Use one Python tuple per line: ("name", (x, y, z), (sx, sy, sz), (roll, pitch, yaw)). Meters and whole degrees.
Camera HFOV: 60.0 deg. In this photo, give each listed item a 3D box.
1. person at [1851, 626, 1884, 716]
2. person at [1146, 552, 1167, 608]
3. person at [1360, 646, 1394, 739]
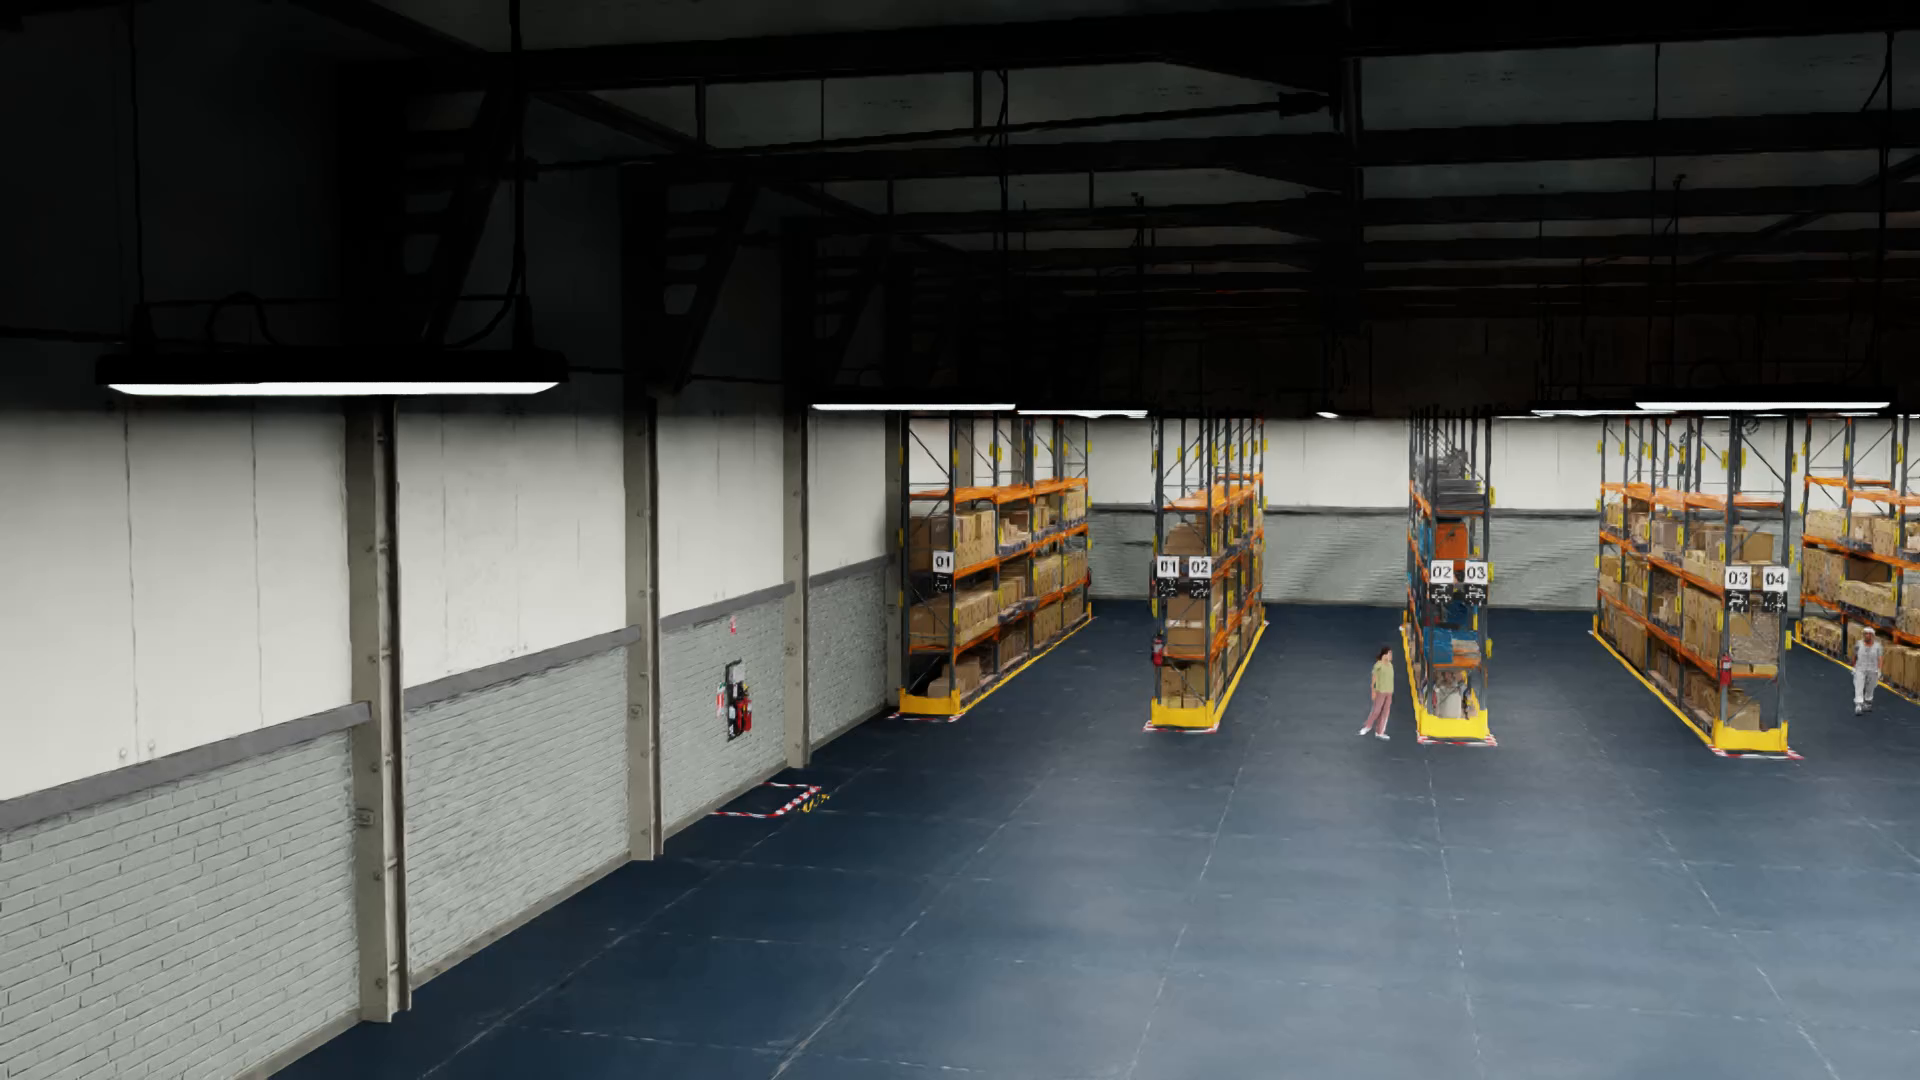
("person", (17.620, 2.527, 32.278), (0.535, 1.725, 1.024), (2, 4, 23))
("person", (6.039, 1.308, 50.793), (0.723, 1.520, 0.529), (-4, 6, -43))
("person", (7.510, 2.741, 29.909), (0.603, 1.667, 0.457), (-2, 5, -28))
